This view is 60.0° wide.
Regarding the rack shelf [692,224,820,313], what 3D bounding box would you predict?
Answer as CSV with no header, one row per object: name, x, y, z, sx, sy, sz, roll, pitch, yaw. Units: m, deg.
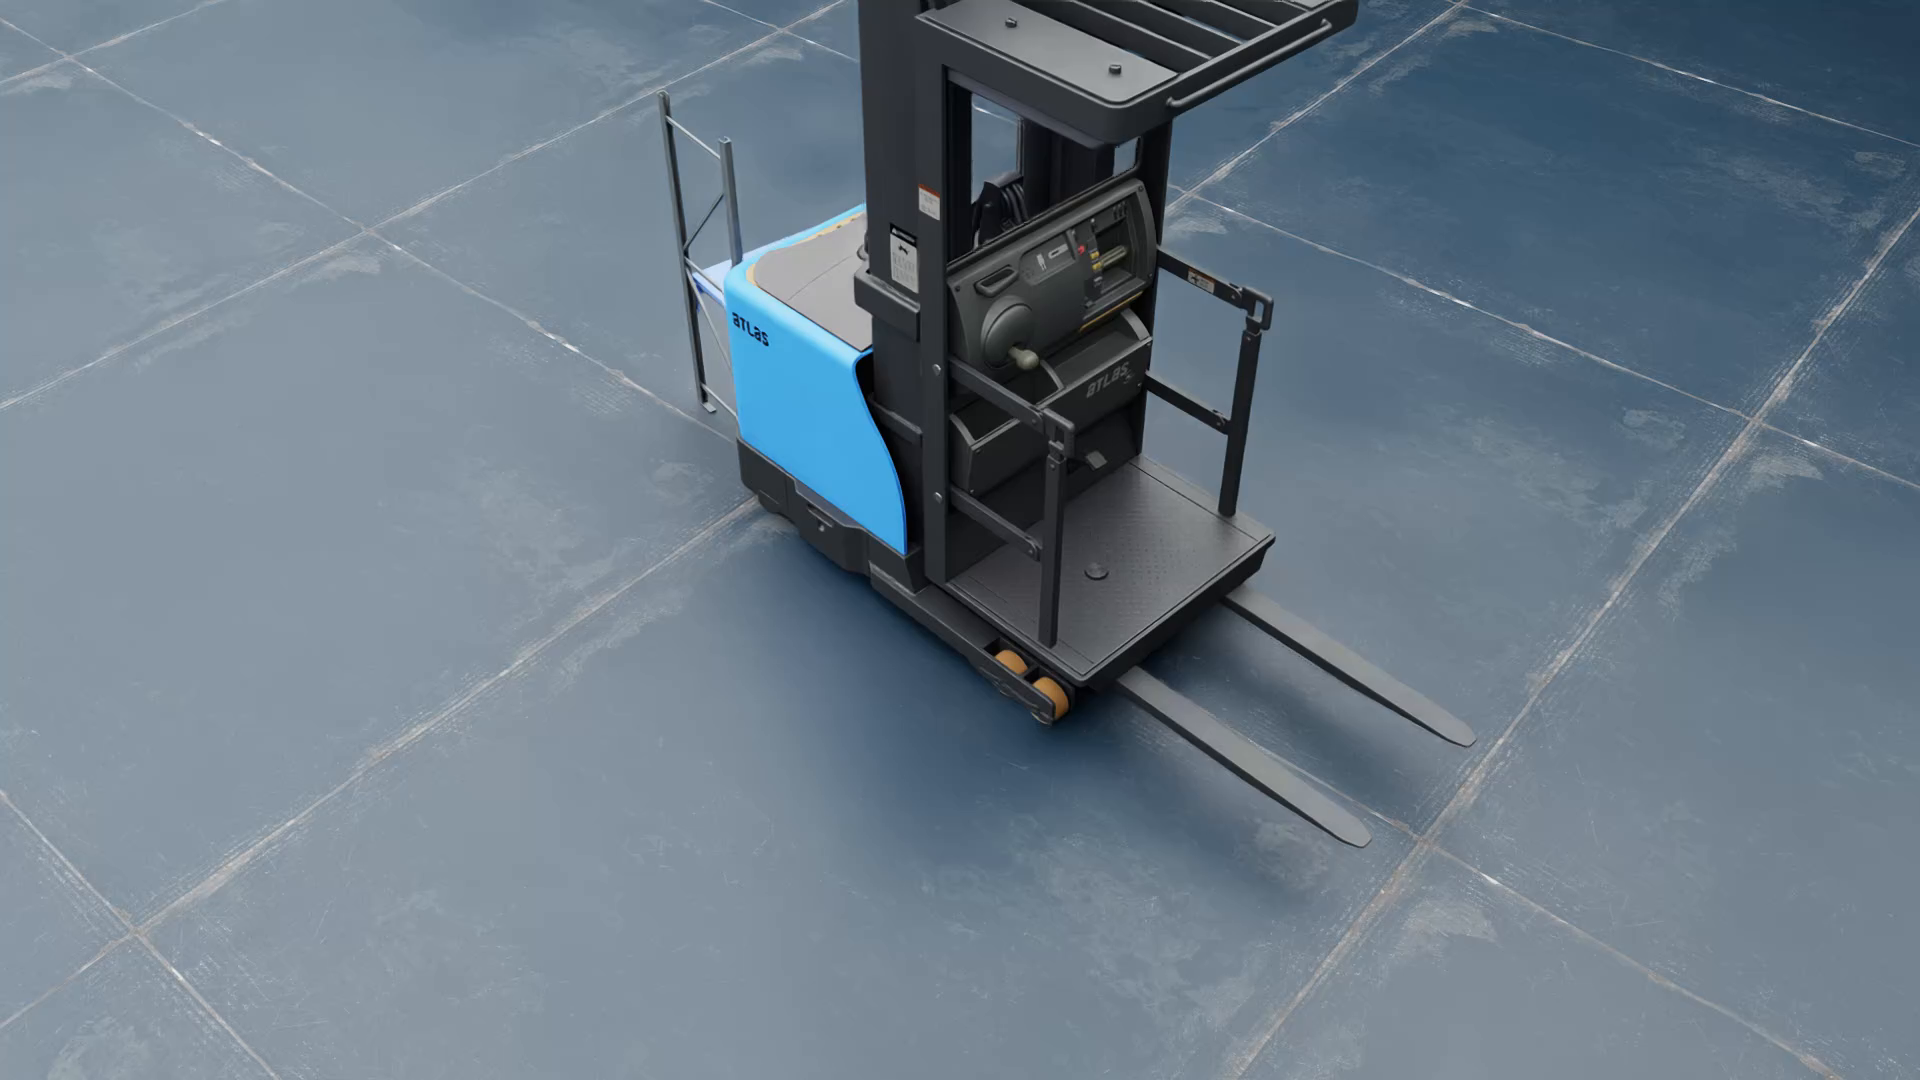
rack shelf,-0.605,-1.123,7.137,1.000,0.185,0.538,-27,49,-27

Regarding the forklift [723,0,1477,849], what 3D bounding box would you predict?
forklift,0.474,-0.817,5.470,1.130,2.935,3.031,-33,52,-31

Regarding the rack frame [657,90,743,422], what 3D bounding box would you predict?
rack frame,-1.009,-1.048,6.787,0.032,1.500,0.500,-27,49,-27

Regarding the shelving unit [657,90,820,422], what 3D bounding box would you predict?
shelving unit,-0.605,-1.256,7.016,1.048,1.500,0.538,-27,49,-27
